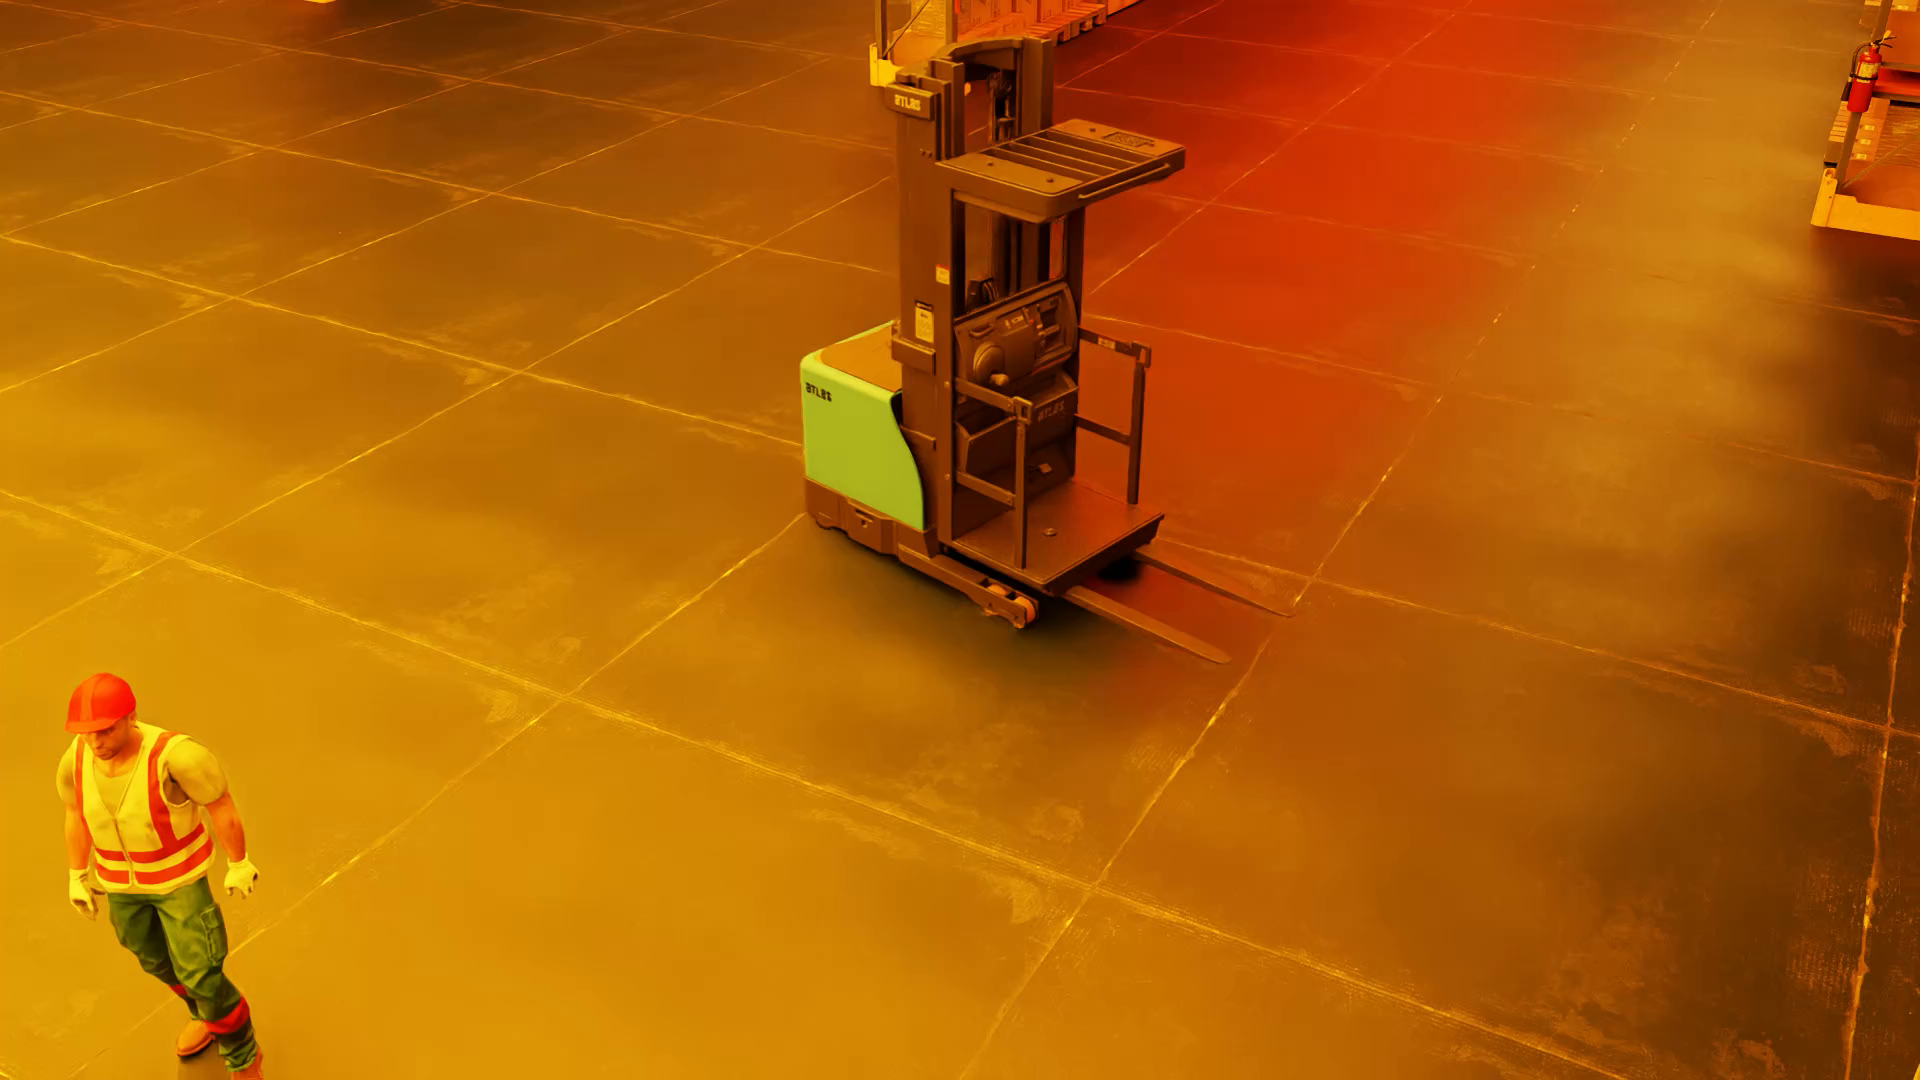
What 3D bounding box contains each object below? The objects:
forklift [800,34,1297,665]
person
[{"bbox_3d":[0.468,-1.081,8.944,3.031,2.935,1.130,25,38,36],"label":"forklift"},{"bbox_3d":[-2.941,1.279,6.083,0.640,1.826,0.537,2,30,3],"label":"person"}]
